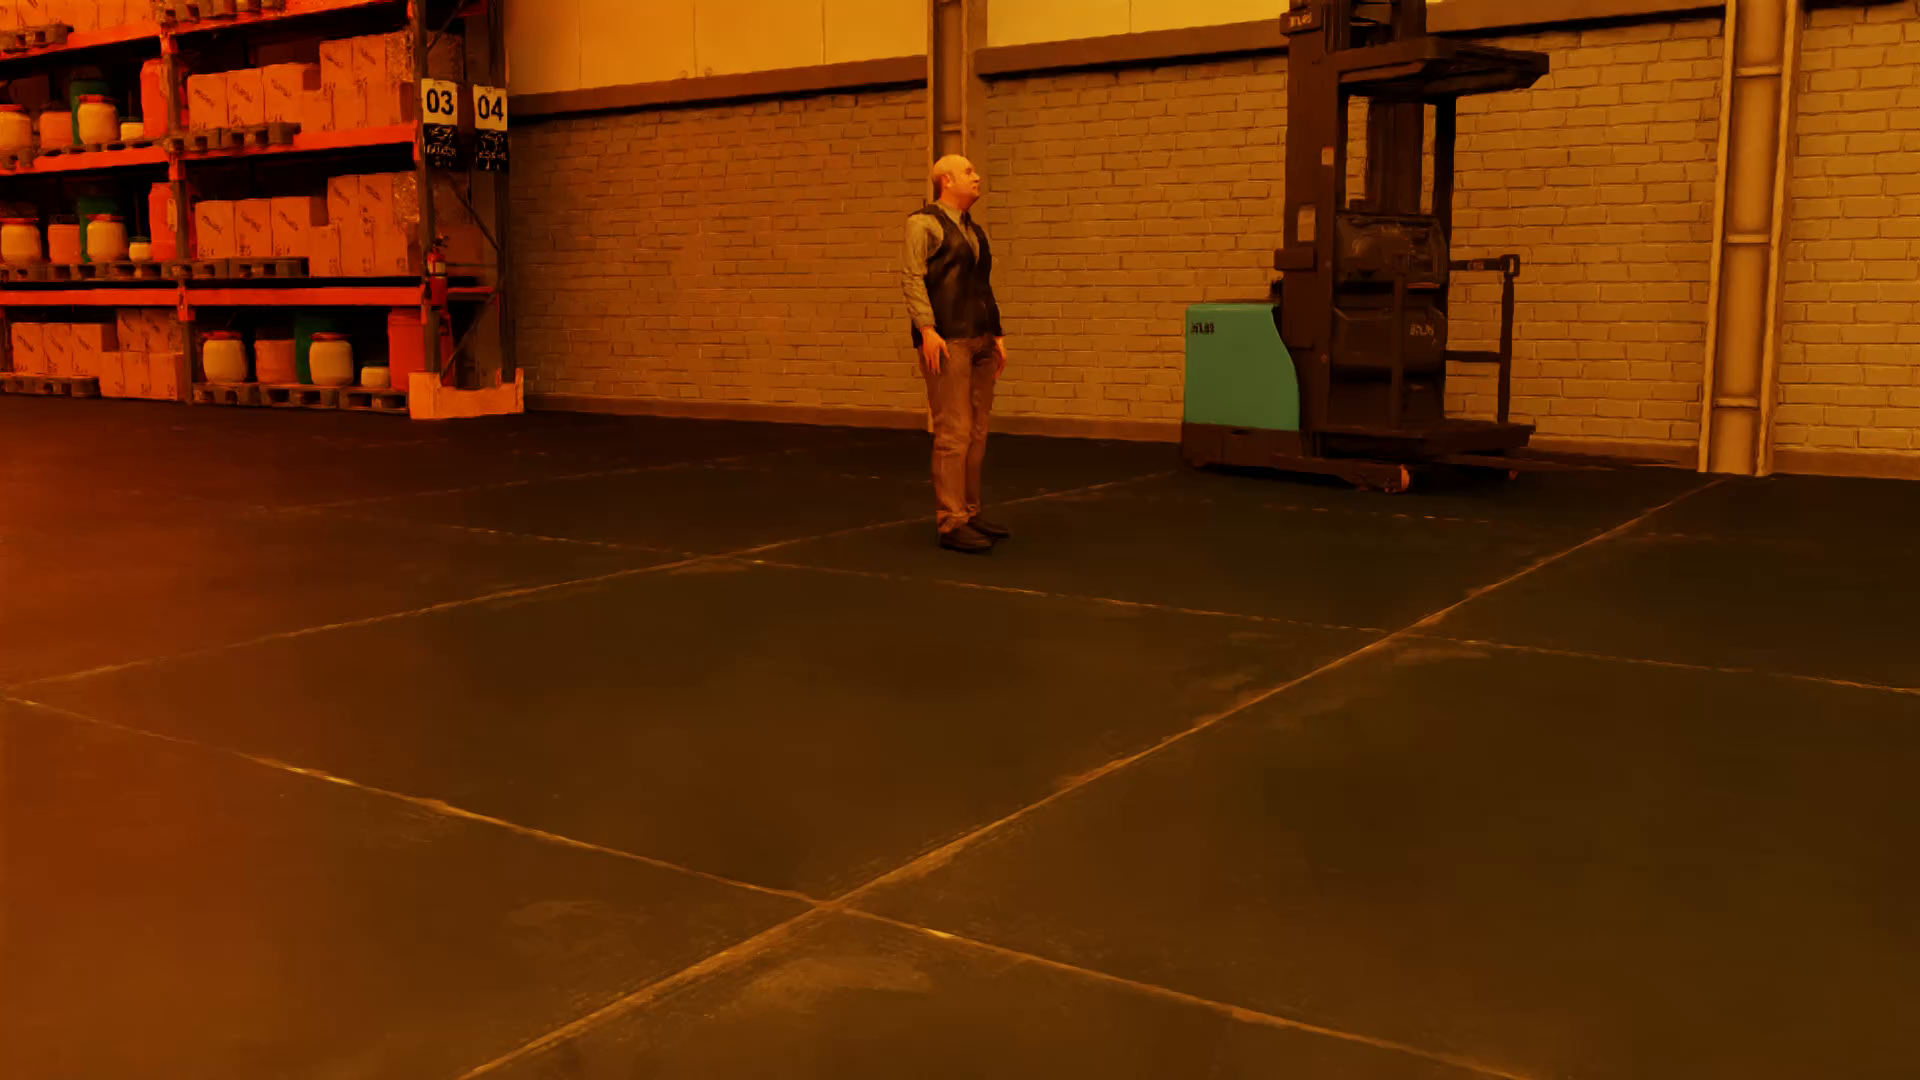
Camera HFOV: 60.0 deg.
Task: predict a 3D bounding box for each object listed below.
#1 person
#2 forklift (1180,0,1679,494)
[{"bbox_3d":[0.047,-0.853,7.440,0.567,1.720,0.632,5,10,34],"label":"person"},{"bbox_3d":[2.713,-1.791,9.790,1.130,2.935,3.031,-6,10,-36],"label":"forklift"}]
